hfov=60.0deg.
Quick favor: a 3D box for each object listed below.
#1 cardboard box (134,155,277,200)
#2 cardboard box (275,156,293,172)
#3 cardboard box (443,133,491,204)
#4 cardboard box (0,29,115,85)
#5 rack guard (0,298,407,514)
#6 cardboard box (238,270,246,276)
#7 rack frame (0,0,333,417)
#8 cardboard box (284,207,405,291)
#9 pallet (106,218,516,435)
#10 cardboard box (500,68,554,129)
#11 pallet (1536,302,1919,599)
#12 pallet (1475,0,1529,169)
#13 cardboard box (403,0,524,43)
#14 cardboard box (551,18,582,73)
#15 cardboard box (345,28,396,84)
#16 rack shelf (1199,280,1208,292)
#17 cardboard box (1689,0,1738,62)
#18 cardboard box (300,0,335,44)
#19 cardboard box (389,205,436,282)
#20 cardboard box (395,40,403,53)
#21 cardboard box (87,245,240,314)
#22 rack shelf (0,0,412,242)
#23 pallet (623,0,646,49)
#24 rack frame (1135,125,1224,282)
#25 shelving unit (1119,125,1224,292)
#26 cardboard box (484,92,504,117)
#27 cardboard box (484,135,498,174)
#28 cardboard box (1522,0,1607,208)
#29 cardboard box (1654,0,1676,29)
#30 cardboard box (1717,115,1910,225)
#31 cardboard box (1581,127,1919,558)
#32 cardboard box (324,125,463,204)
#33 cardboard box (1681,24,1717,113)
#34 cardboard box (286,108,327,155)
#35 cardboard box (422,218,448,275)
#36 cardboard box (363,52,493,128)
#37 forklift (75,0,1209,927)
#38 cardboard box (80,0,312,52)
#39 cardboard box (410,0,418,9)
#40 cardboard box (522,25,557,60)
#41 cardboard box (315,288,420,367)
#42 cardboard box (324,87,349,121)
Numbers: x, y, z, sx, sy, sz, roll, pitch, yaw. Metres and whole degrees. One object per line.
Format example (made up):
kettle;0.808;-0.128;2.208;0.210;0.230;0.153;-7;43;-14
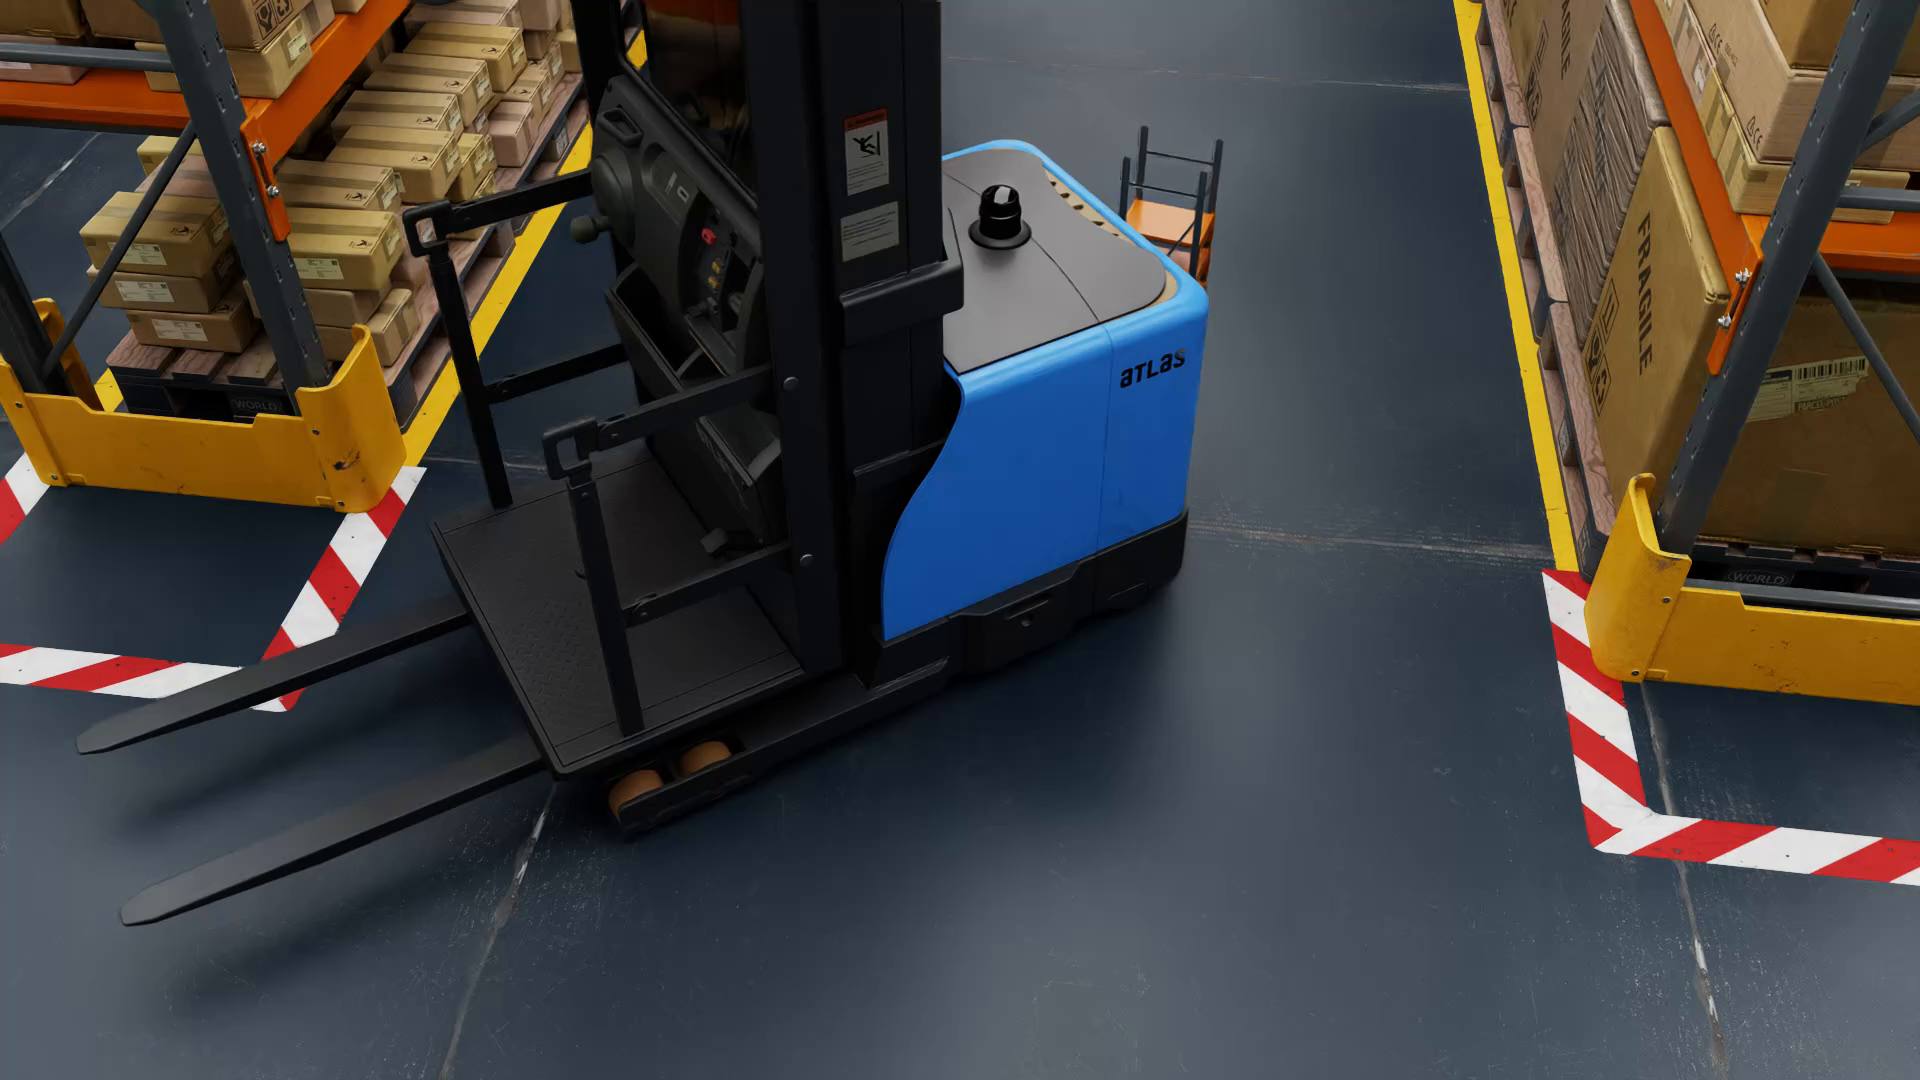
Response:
cardboard box;-2.540;-1.170;5.640;0.380;0.149;0.250;6;44;6
cardboard box;-2.595;-1.252;5.943;0.380;0.149;0.250;4;44;4
cardboard box;-1.947;-1.367;6.064;0.380;0.149;0.250;7;44;7
cardboard box;-2.686;-1.444;4.776;0.380;0.149;0.250;5;44;6
rack guard;-2.439;-0.431;5.342;1.175;0.500;0.348;5;44;6
cardboard box;-2.653;-0.966;5.857;0.380;0.149;0.250;6;44;7
rack frame;-2.449;-1.287;4.428;1.000;3.000;0.127;5;44;6
cardboard box;-2.043;-0.947;5.403;0.380;0.149;0.250;3;44;4
pallet;-2.297;-0.877;6.022;1.003;0.211;1.213;5;44;6
cardboard box;-1.871;-1.788;6.724;0.380;0.149;0.250;5;44;6
pallet;2.482;-0.307;5.421;1.003;0.211;1.213;5;44;6
pallet;2.805;-1.970;7.177;1.003;0.211;1.213;5;44;6
cardboard box;-1.950;-2.025;6.543;0.380;0.149;0.250;5;44;6
cardboard box;-1.771;-2.127;7.083;0.380;0.149;0.250;5;44;5
cardboard box;-2.410;-1.887;6.396;0.380;0.149;0.250;4;44;4
rack shelf;0.600;-0.718;5.025;0.258;0.103;0.180;14;45;15
cardboard box;2.323;-1.521;4.567;0.500;0.250;0.500;5;44;5
cardboard box;-2.089;-1.564;4.903;0.380;0.149;0.250;7;44;7
cardboard box;-2.033;-1.028;5.705;0.380;0.149;0.250;5;44;5
cardboard box;-2.479;-1.970;6.700;0.380;0.149;0.250;6;44;6
cardboard box;-2.662;-0.898;5.568;0.380;0.149;0.250;4;44;4
rack shelf;-2.185;-2.389;6.114;1.077;0.370;4.000;5;44;6
pallet;-1.974;-2.540;7.779;1.003;0.211;1.213;5;44;6
rack frame;0.632;-0.722;5.139;0.240;1.200;0.006;14;45;15
shelving unit;0.600;-0.663;5.077;0.258;1.200;0.189;14;45;15
cardboard box;-2.011;-1.745;6.463;0.380;0.149;0.250;7;44;8
cardboard box;-2.002;-1.435;6.352;0.380;0.149;0.250;5;44;6
cardboard box;2.697;-1.818;6.229;0.875;0.875;0.875;5;44;6
cardboard box;2.308;-1.645;4.988;0.380;0.149;0.250;4;44;5
cardboard box;2.175;-0.949;4.253;0.380;0.149;0.250;6;44;6
cardboard box;2.459;-0.592;4.933;0.875;0.875;0.875;5;44;6
cardboard box;-1.966;-1.305;5.782;0.380;0.149;0.250;5;44;5
cardboard box;2.242;-1.298;4.622;0.380;0.149;0.250;5;44;6
cardboard box;-2.535;-1.529;6.018;0.380;0.149;0.250;4;44;4
cardboard box;-2.083;-1.088;5.985;0.380;0.149;0.250;6;44;6
cardboard box;-1.969;-1.670;6.168;0.380;0.149;0.250;7;44;7
forklift;-0.854;-0.708;3.866;3.031;2.935;1.130;-22;48;-22
cardboard box;-2.116;-1.712;4.588;0.500;0.500;0.500;7;44;7
cardboard box;-2.332;-2.232;6.761;0.380;0.149;0.250;4;44;4
cardboard box;-1.888;-2.107;6.845;0.380;0.149;0.250;3;44;4
cardboard box;-2.063;-0.732;5.610;0.380;0.149;0.250;6;44;6
cardboard box;-2.540;-1.606;6.317;0.380;0.149;0.250;6;44;6
